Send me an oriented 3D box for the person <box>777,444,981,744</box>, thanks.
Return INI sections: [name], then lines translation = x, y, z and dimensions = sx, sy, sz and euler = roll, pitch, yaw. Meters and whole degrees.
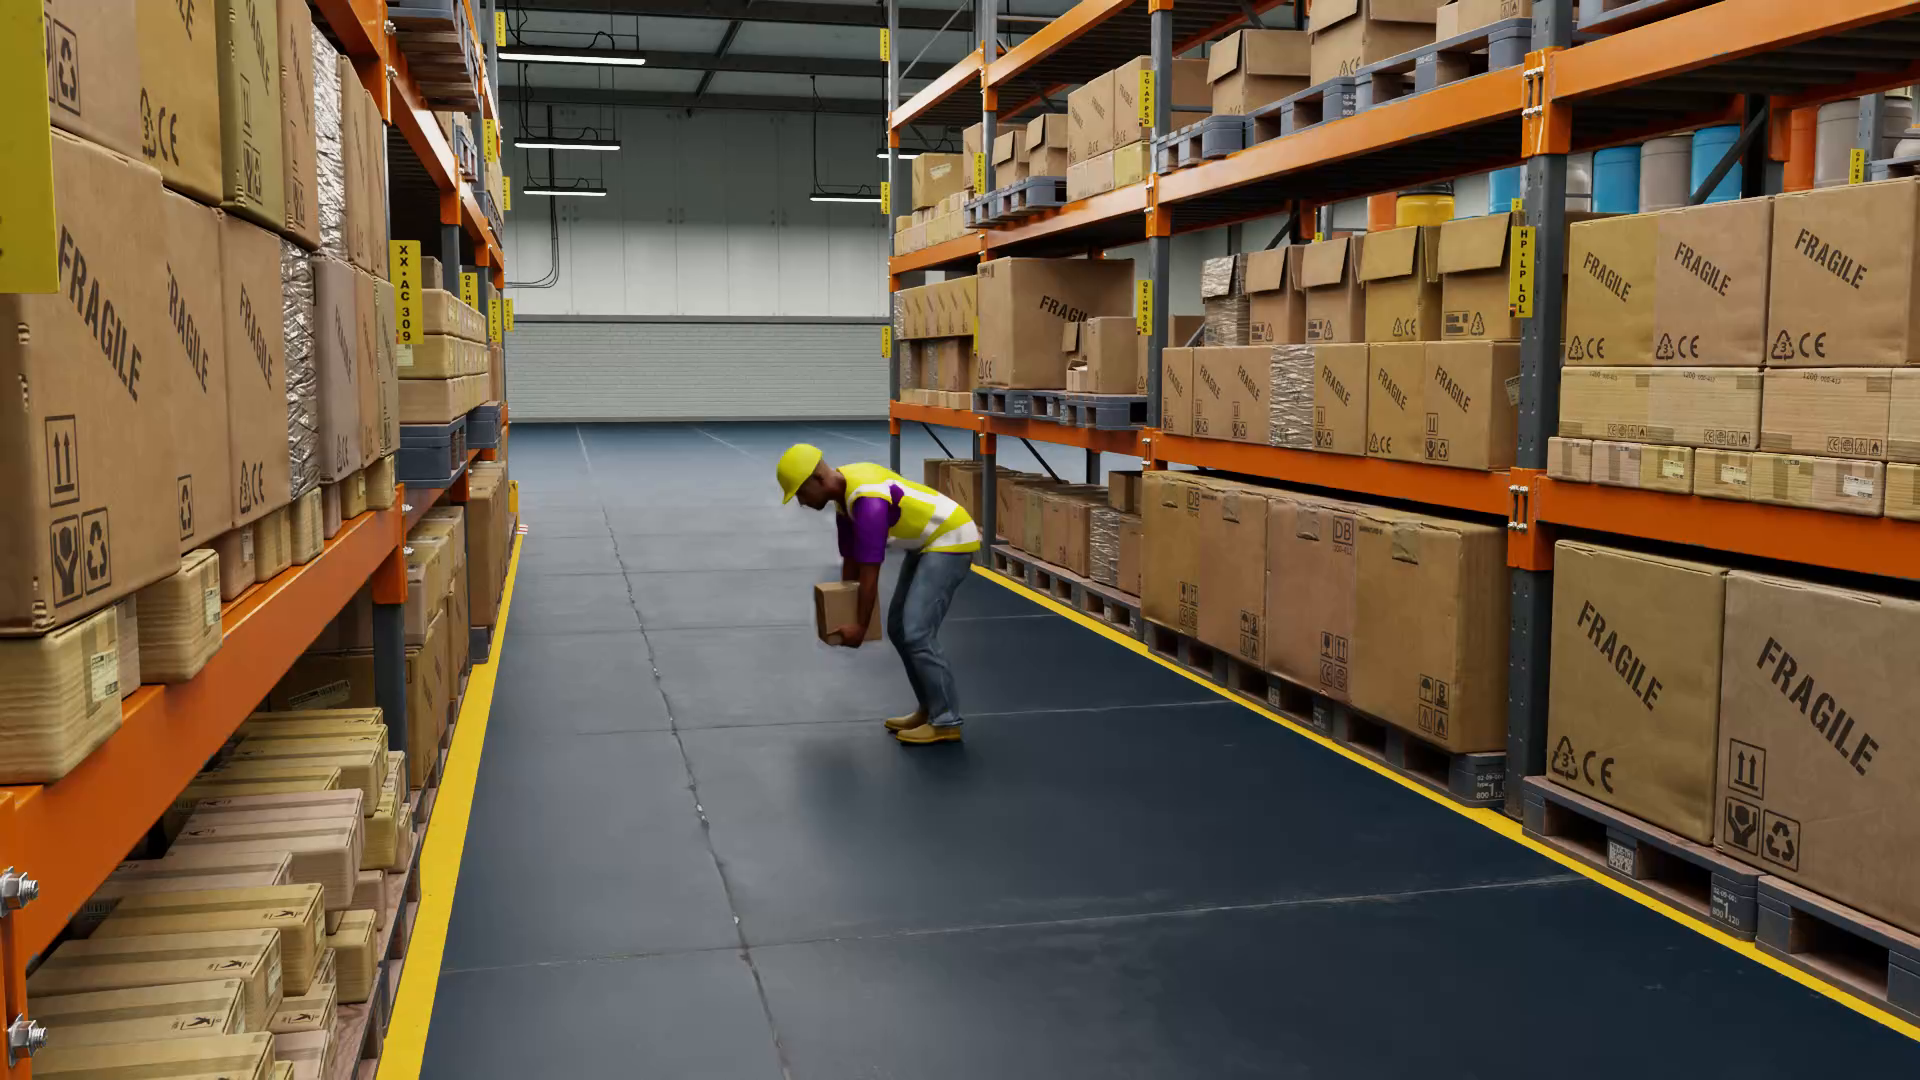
[person]
translation = -0.369, 0.238, 7.541
dimensions = 0.918, 1.355, 0.475
euler = -2, 6, -15
